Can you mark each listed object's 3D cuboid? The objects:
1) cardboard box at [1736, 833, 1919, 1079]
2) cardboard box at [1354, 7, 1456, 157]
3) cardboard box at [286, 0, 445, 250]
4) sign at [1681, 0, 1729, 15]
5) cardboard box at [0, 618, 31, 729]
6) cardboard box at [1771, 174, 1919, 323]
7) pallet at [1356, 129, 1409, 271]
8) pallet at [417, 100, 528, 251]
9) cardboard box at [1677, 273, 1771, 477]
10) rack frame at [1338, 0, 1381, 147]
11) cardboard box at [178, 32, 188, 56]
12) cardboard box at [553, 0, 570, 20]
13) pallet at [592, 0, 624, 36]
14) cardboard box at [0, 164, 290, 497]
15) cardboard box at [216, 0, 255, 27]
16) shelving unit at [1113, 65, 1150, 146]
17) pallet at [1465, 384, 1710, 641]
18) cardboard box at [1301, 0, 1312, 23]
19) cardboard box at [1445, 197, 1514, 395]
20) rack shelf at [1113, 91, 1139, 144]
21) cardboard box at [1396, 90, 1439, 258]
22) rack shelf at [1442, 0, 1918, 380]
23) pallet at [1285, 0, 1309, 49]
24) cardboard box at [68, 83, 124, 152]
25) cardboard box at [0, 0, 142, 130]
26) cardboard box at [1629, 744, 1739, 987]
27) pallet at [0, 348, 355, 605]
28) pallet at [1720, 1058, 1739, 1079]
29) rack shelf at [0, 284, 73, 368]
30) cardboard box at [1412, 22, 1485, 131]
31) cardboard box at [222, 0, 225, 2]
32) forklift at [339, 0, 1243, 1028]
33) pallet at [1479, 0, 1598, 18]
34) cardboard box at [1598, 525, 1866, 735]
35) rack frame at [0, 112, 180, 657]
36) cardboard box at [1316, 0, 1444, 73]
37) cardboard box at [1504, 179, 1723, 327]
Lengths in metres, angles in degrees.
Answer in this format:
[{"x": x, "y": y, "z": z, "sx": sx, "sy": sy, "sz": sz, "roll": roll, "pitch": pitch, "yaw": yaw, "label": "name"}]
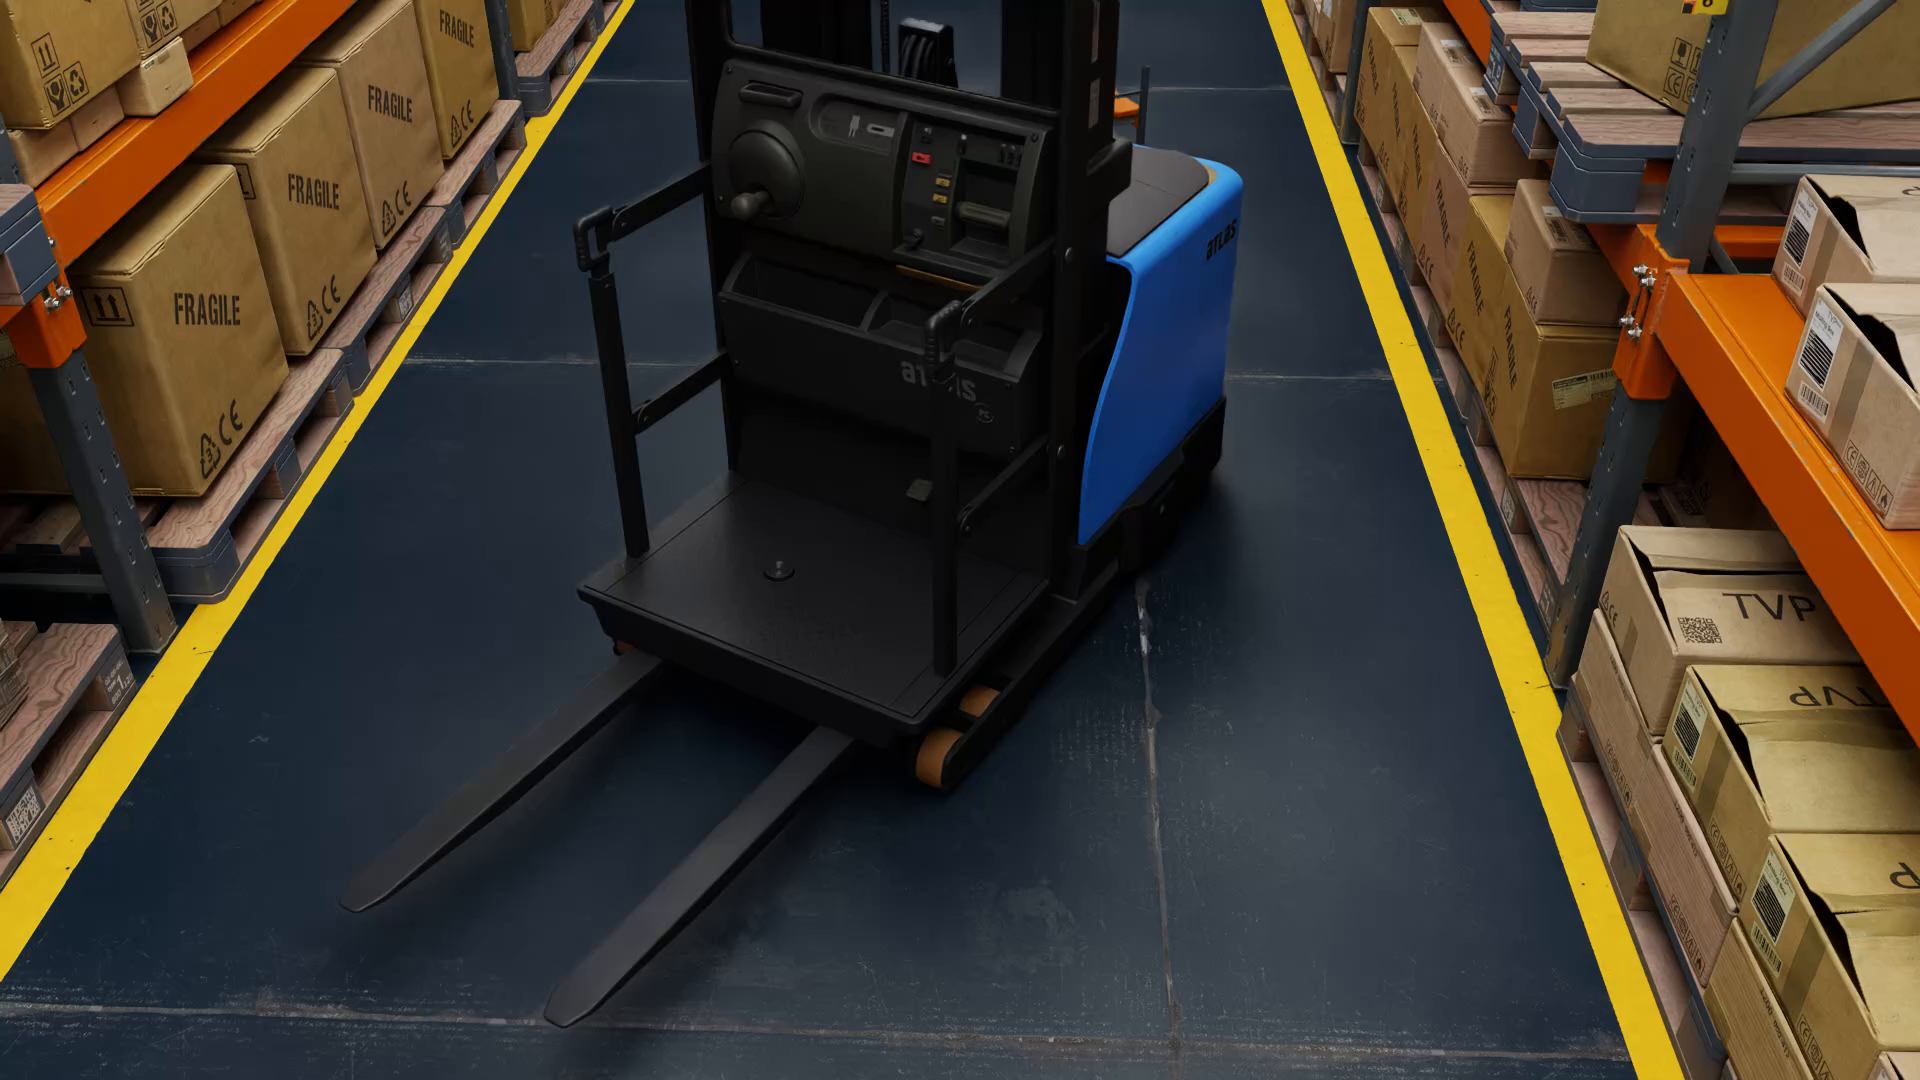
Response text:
[{"x": 1.810, "y": 0.786, "z": 3.062, "sx": 0.500, "sy": 0.311, "sz": 0.500, "roll": 0, "pitch": 35, "yaw": 1, "label": "cardboard box"}, {"x": 2.058, "y": -2.010, "z": 7.293, "sx": 0.500, "sy": 0.500, "sz": 0.500, "roll": 0, "pitch": 35, "yaw": 0, "label": "cardboard box"}, {"x": -2.558, "y": -1.643, "z": 6.483, "sx": 0.750, "sy": 0.750, "sz": 0.750, "roll": 2, "pitch": 35, "yaw": 3, "label": "cardboard box"}, {"x": 1.617, "y": -1.276, "z": 3.518, "sx": 0.100, "sy": 0.325, "sz": 0.005, "roll": 1, "pitch": 35, "yaw": 2, "label": "sign"}, {"x": -2.767, "y": 0.318, "z": 3.980, "sx": 0.700, "sy": 0.500, "sz": 0.500, "roll": 2, "pitch": 35, "yaw": 3, "label": "cardboard box"}, {"x": 2.102, "y": -0.583, "z": 3.548, "sx": 0.500, "sy": 0.311, "sz": 0.500, "roll": 3, "pitch": 35, "yaw": 5, "label": "cardboard box"}, {"x": 2.326, "y": -1.516, "z": 7.224, "sx": 1.003, "sy": 0.211, "sz": 1.213, "roll": 1, "pitch": 35, "yaw": 2, "label": "pallet"}, {"x": -2.585, "y": -1.652, "z": 7.417, "sx": 1.003, "sy": 0.211, "sz": 1.213, "roll": 1, "pitch": 35, "yaw": 2, "label": "pallet"}, {"x": 2.479, "y": -0.540, "z": 5.201, "sx": 0.500, "sy": 0.500, "sz": 0.500, "roll": 0, "pitch": 35, "yaw": 0, "label": "cardboard box"}, {"x": 2.320, "y": -3.125, "z": 7.088, "sx": 1.000, "sy": 3.000, "sz": 0.127, "roll": 1, "pitch": 35, "yaw": 2, "label": "rack frame"}, {"x": -2.544, "y": -1.471, "z": 4.936, "sx": 0.380, "sy": 0.149, "sz": 0.250, "roll": 1, "pitch": 35, "yaw": 1, "label": "cardboard box"}, {"x": -2.473, "y": -3.103, "z": 8.865, "sx": 0.700, "sy": 0.500, "sz": 0.500, "roll": 1, "pitch": 35, "yaw": 1, "label": "cardboard box"}, {"x": -2.474, "y": -3.235, "z": 9.669, "sx": 1.003, "sy": 0.211, "sz": 1.213, "roll": 1, "pitch": 35, "yaw": 2, "label": "pallet"}, {"x": -2.629, "y": -0.651, "z": 5.072, "sx": 0.750, "sy": 0.750, "sz": 0.750, "roll": 1, "pitch": 35, "yaw": 1, "label": "cardboard box"}, {"x": -2.522, "y": -1.769, "z": 5.359, "sx": 0.380, "sy": 0.149, "sz": 0.250, "roll": 2, "pitch": 35, "yaw": 3, "label": "cardboard box"}, {"x": 0.385, "y": -1.118, "z": 5.794, "sx": 0.258, "sy": 1.200, "sz": 0.503, "roll": -16, "pitch": 38, "yaw": -21, "label": "shelving unit"}, {"x": 2.228, "y": -0.114, "z": 5.229, "sx": 1.003, "sy": 0.211, "sz": 1.213, "roll": 1, "pitch": 35, "yaw": 2, "label": "pallet"}, {"x": 2.090, "y": -2.970, "z": 8.823, "sx": 0.500, "sy": 0.311, "sz": 0.500, "roll": 1, "pitch": 35, "yaw": 2, "label": "cardboard box"}, {"x": 1.984, "y": -0.825, "z": 5.606, "sx": 0.500, "sy": 0.500, "sz": 0.500, "roll": 0, "pitch": 35, "yaw": 0, "label": "cardboard box"}, {"x": 0.387, "y": -1.440, "z": 5.570, "sx": 0.258, "sy": 0.148, "sz": 0.480, "roll": -16, "pitch": 38, "yaw": -21, "label": "rack shelf"}, {"x": 2.020, "y": -1.417, "z": 6.448, "sx": 0.500, "sy": 0.500, "sz": 0.500, "roll": 2, "pitch": 35, "yaw": 2, "label": "cardboard box"}, {"x": 2.240, "y": -1.682, "z": 5.660, "sx": 1.077, "sy": 0.370, "sz": 4.000, "roll": 1, "pitch": 35, "yaw": 2, "label": "rack shelf"}, {"x": 2.395, "y": -3.082, "z": 9.451, "sx": 1.003, "sy": 0.211, "sz": 1.213, "roll": 1, "pitch": 35, "yaw": 2, "label": "pallet"}, {"x": -2.527, "y": -1.173, "z": 4.512, "sx": 0.380, "sy": 0.149, "sz": 0.250, "roll": 2, "pitch": 35, "yaw": 3, "label": "cardboard box"}, {"x": -2.515, "y": -1.383, "z": 4.247, "sx": 0.500, "sy": 0.500, "sz": 0.500, "roll": 2, "pitch": 35, "yaw": 3, "label": "cardboard box"}, {"x": 1.826, "y": 0.709, "z": 3.659, "sx": 0.500, "sy": 0.250, "sz": 0.500, "roll": 0, "pitch": 35, "yaw": 1, "label": "cardboard box"}, {"x": -2.683, "y": -0.250, "z": 5.422, "sx": 1.003, "sy": 0.211, "sz": 1.213, "roll": 1, "pitch": 35, "yaw": 2, "label": "pallet"}, {"x": 2.036, "y": 1.485, "z": 2.954, "sx": 1.003, "sy": 0.211, "sz": 1.213, "roll": 1, "pitch": 35, "yaw": 2, "label": "pallet"}, {"x": -2.870, "y": 0.504, "z": 2.550, "sx": 1.077, "sy": 0.370, "sz": 4.000, "roll": 1, "pitch": 35, "yaw": 2, "label": "rack shelf"}, {"x": 2.017, "y": -1.743, "z": 6.260, "sx": 0.500, "sy": 0.250, "sz": 0.500, "roll": 1, "pitch": 35, "yaw": 2, "label": "cardboard box"}, {"x": -2.463, "y": -1.969, "z": 5.080, "sx": 0.500, "sy": 0.500, "sz": 0.500, "roll": 1, "pitch": 35, "yaw": 2, "label": "cardboard box"}, {"x": -0.325, "y": -0.855, "z": 3.918, "sx": 1.130, "sy": 2.935, "sz": 3.031, "roll": 19, "pitch": 39, "yaw": 25, "label": "forklift"}, {"x": 2.233, "y": -1.866, "z": 5.463, "sx": 1.003, "sy": 0.211, "sz": 1.213, "roll": 1, "pitch": 35, "yaw": 2, "label": "pallet"}, {"x": 1.845, "y": 0.191, "z": 3.908, "sx": 0.500, "sy": 0.311, "sz": 0.500, "roll": 2, "pitch": 35, "yaw": 3, "label": "cardboard box"}, {"x": -2.790, "y": -0.939, "z": 3.978, "sx": 1.000, "sy": 3.000, "sz": 0.127, "roll": 1, "pitch": 35, "yaw": 2, "label": "rack frame"}, {"x": 2.060, "y": -2.617, "z": 8.156, "sx": 0.500, "sy": 0.500, "sz": 0.500, "roll": 1, "pitch": 35, "yaw": 2, "label": "cardboard box"}, {"x": 1.961, "y": -0.867, "z": 5.013, "sx": 0.500, "sy": 0.250, "sz": 0.500, "roll": 3, "pitch": 35, "yaw": 4, "label": "cardboard box"}]
